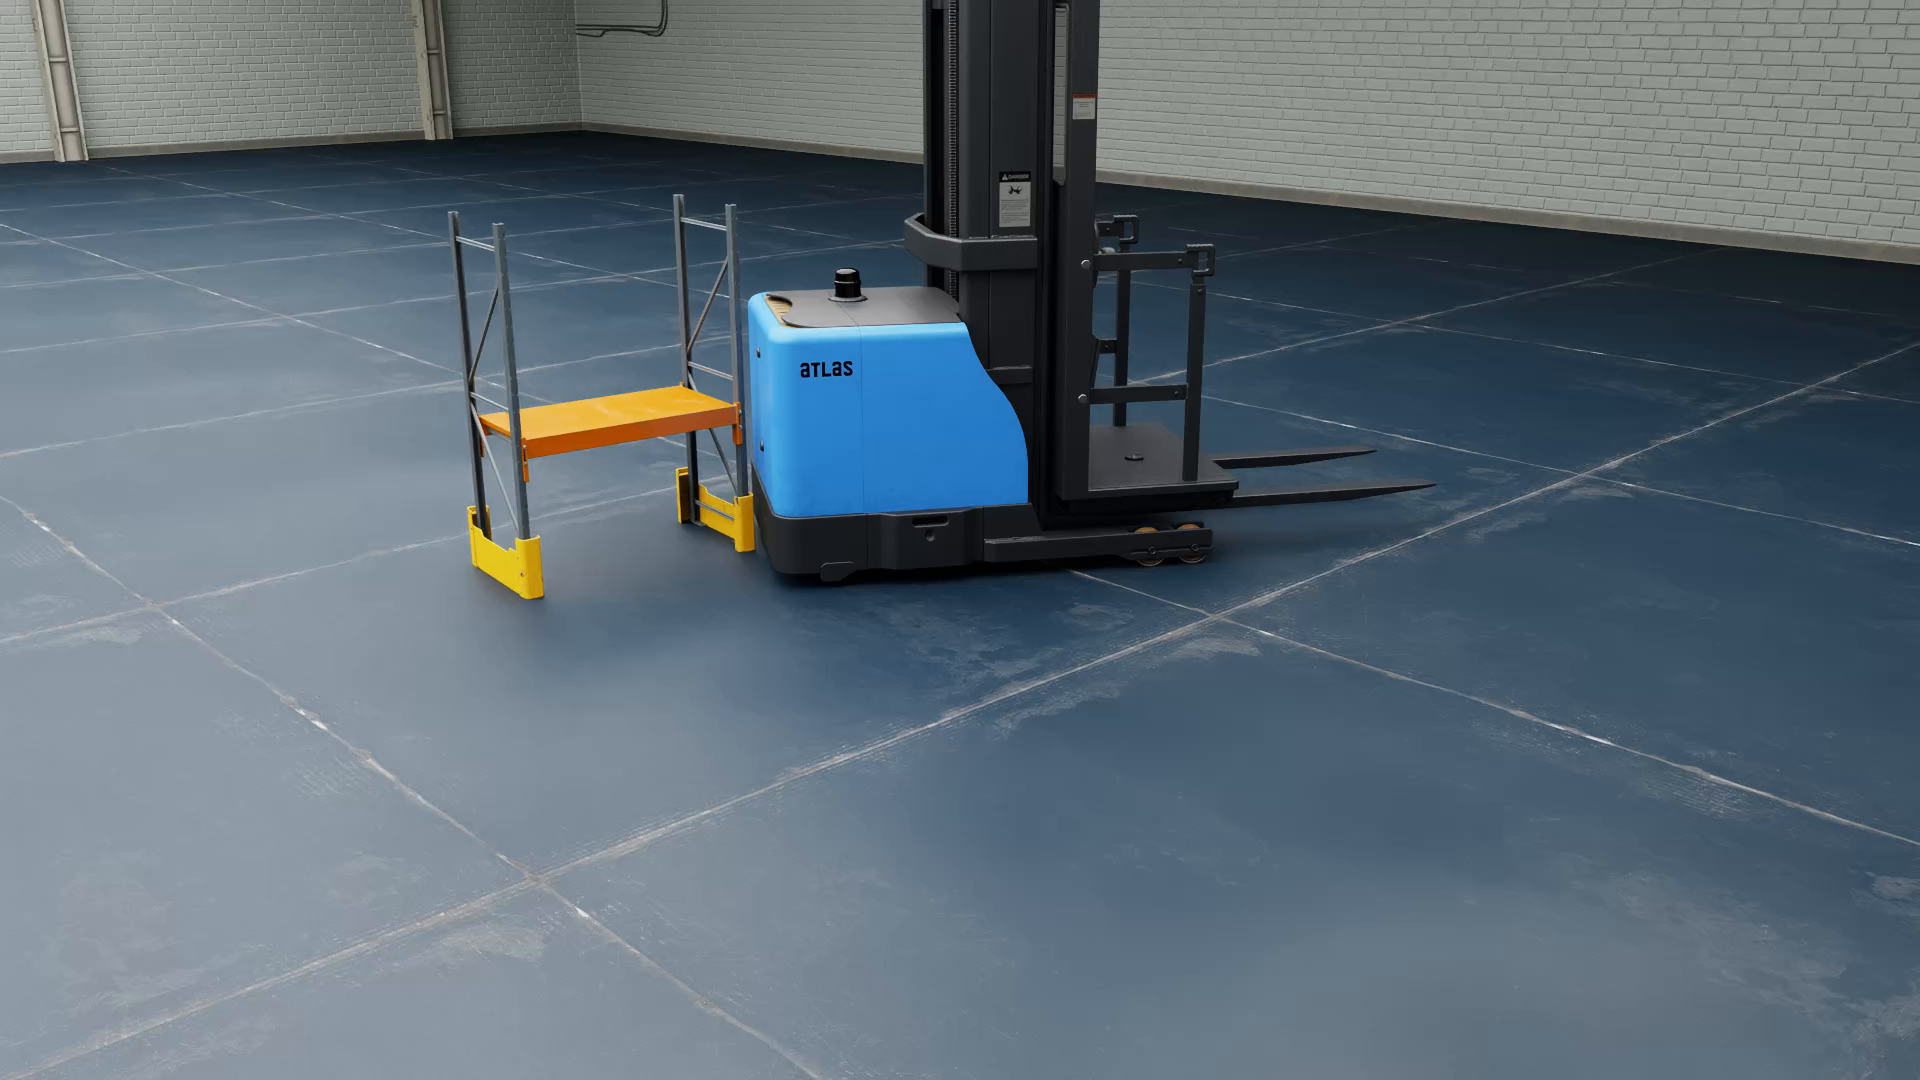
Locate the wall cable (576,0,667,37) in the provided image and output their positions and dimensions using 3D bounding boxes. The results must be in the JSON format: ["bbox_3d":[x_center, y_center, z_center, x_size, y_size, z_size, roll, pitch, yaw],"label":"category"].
[{"bbox_3d":[-6.115,-10.187,29.349,0.112,2.526,3.097,-16,24,-41],"label":"wall cable"}]

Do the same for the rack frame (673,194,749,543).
[{"bbox_3d":[-1.093,-0.740,7.336,0.032,1.500,0.500,-13,22,-35],"label":"rack frame"}]

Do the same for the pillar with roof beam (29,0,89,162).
[{"bbox_3d":[-10.566,-9.100,20.962,0.400,9.000,9.100,-16,24,-41],"label":"pillar with roof beam"}]

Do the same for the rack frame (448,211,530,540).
[{"bbox_3d":[-1.901,-0.550,6.748,0.032,1.500,0.500,-13,22,-35],"label":"rack frame"}]

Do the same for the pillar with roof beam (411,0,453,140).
[{"bbox_3d":[-6.207,-10.372,24.883,0.400,9.000,9.100,-16,24,-41],"label":"pillar with roof beam"}]

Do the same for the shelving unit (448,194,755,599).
[{"bbox_3d":[-1.504,-0.643,7.037,1.083,1.500,0.587,-13,22,-35],"label":"shelving unit"}]

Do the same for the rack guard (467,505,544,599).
[{"bbox_3d":[-1.900,0.045,6.942,0.087,0.250,0.587,-13,22,-35],"label":"rack guard"}]

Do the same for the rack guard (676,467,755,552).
[{"bbox_3d":[-1.109,-0.142,7.518,0.087,0.250,0.587,-13,22,-35],"label":"rack guard"}]

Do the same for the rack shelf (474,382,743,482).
[{"bbox_3d":[-1.497,-0.474,7.098,1.000,0.185,0.538,-13,22,-35],"label":"rack shelf"}]

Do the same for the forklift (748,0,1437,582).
[{"bbox_3d":[0.616,-1.436,7.162,3.031,2.935,1.130,-4,18,-12],"label":"forklift"}]
